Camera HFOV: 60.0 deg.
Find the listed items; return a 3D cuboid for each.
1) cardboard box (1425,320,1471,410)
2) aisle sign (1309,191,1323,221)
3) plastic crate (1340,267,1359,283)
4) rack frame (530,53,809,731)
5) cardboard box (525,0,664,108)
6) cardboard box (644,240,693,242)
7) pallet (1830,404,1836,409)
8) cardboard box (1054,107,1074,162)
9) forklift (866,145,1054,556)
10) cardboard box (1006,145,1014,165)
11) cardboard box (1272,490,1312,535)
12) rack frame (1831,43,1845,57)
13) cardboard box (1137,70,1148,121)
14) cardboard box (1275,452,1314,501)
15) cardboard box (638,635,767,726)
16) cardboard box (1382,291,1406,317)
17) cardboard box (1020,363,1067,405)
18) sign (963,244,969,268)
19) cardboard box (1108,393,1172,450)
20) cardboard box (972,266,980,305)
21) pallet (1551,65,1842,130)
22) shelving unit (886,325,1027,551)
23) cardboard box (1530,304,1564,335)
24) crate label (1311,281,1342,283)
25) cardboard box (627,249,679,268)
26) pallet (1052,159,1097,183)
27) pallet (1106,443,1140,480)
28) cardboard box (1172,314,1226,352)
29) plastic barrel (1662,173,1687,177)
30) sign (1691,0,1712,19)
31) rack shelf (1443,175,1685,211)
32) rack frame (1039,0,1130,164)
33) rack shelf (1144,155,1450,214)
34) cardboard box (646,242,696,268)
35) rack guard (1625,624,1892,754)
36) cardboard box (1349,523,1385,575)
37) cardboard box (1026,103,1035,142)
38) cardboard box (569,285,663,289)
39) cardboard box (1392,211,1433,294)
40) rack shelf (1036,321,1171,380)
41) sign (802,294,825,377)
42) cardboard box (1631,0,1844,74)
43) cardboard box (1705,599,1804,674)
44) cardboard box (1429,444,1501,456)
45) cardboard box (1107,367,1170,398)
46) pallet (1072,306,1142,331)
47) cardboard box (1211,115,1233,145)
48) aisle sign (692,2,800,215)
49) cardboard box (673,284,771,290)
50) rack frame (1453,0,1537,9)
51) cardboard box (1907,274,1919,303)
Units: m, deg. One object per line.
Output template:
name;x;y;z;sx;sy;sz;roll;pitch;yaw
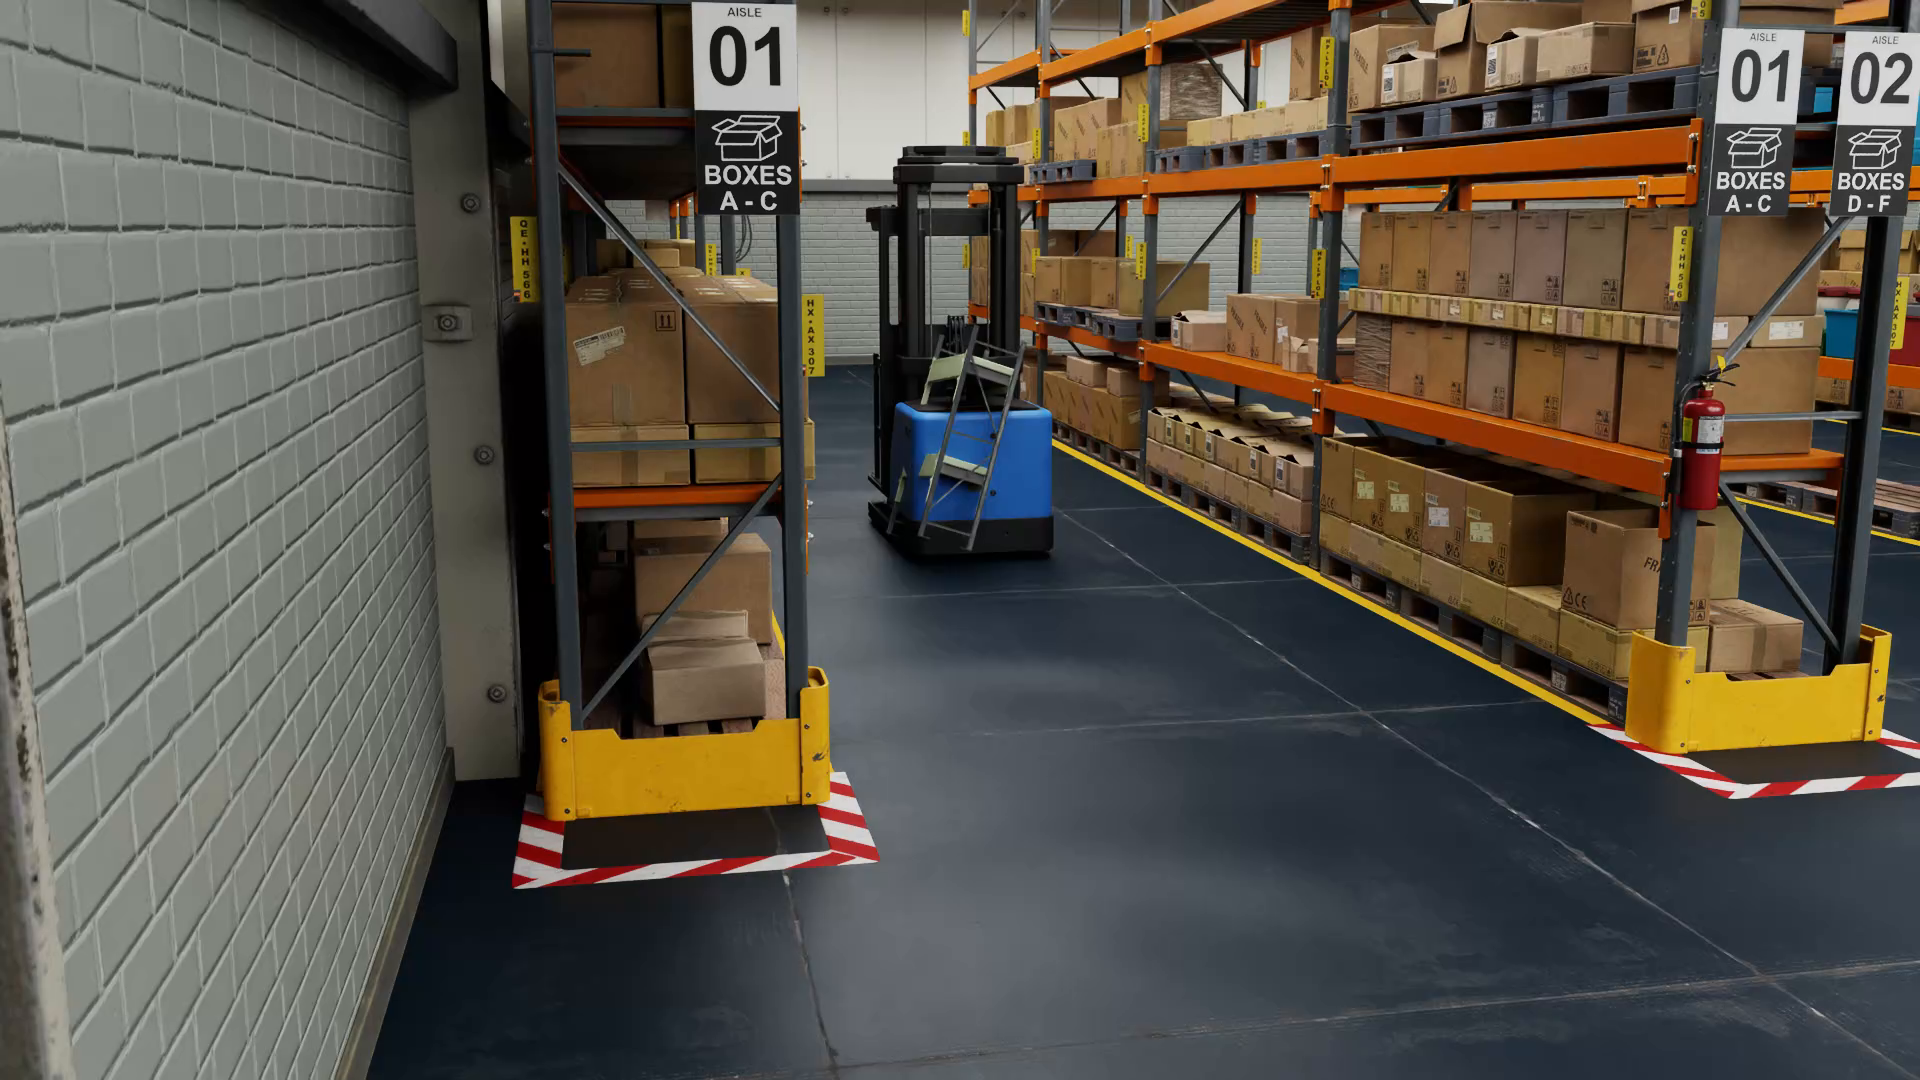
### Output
cardboard box;3.249;-1.067;10.013;0.700;0.500;0.500;-2;11;-10
aisle sign;5.174;-4.948;23.716;0.394;0.787;0.004;-2;11;-11
plastic crate;5.728;-3.660;23.651;0.616;0.435;0.499;-2;11;-11
rack frame;-1.127;-0.373;6.636;1.000;3.000;0.127;-2;11;-11
cardboard box;-1.456;-1.973;6.698;0.500;0.500;0.500;-1;11;-7
cardboard box;-2.830;-2.790;16.212;0.500;0.250;0.500;-2;11;-12
pallet;11.044;-1.887;22.047;1.003;0.211;1.213;-2;11;-11
cardboard box;1.423;-4.438;18.311;0.600;0.600;0.600;-3;11;-16
forklift;-0.127;-1.555;13.028;1.130;2.935;3.031;-2;11;-11
cardboard box;0.848;-4.663;20.217;0.500;0.250;0.500;-2;11;-11
cardboard box;2.589;-0.209;12.002;0.500;0.250;0.500;-2;11;-12
rack frame;11.116;-6.062;20.477;1.000;3.000;0.127;-2;11;-11
cardboard box;1.998;-4.209;15.825;0.500;0.500;0.500;-2;11;-11
cardboard box;2.594;-0.483;11.941;0.500;0.311;0.500;-2;11;-11
cardboard box;-1.173;0.601;7.530;0.500;0.311;0.500;-3;11;-17
cardboard box;2.917;-1.506;10.584;0.380;0.149;0.250;-2;11;-13
cardboard box;1.009;-1.837;19.837;0.500;0.500;0.500;-2;11;-11
sign;0.087;-3.894;22.819;0.100;0.325;0.005;-2;11;-11
cardboard box;1.763;-1.173;16.344;0.500;0.500;0.500;-2;11;-9
cardboard box;0.447;-3.447;22.516;0.500;0.500;0.500;-2;11;-10
pallet;3.619;-2.115;8.000;1.003;0.211;1.213;-2;11;-11
shelving unit;-0.036;-0.709;11.766;0.431;1.500;0.755;16;-4;-19
cardboard box;3.270;-1.174;8.842;0.380;0.149;0.250;-2;11;-9
crate label;5.204;-3.558;23.656;0.416;0.233;0.303;-2;11;-11
cardboard box;-2.509;-2.304;13.600;0.380;0.149;0.250;-4;12;-21
pallet;1.660;-3.824;17.246;1.213;0.211;1.003;-2;11;-11
pallet;2.068;-0.790;16.282;1.003;0.211;1.213;-2;11;-11
cardboard box;2.160;-1.807;14.404;0.500;0.311;0.500;-2;11;-12
plastic barrel;6.795;-3.661;15.589;0.421;0.512;0.421;0;11;0
sign;3.197;-2.407;7.140;0.100;0.325;0.005;-2;11;-11
rack shelf;6.646;-3.688;17.952;1.077;0.370;4.000;-2;11;-11
rack frame;1.398;-5.702;18.588;1.000;3.000;0.127;-2;11;-11
rack shelf;2.565;-2.775;13.154;1.077;0.370;4.000;-2;11;-11
cardboard box;-2.524;-2.512;14.750;0.500;0.250;0.500;-2;11;-10
rack guard;3.736;0.678;7.797;1.175;0.500;0.348;-2;11;-11
cardboard box;2.839;0.045;10.671;0.500;0.250;0.500;-2;11;-11
cardboard box;1.204;-5.045;20.217;0.700;0.500;0.500;-2;11;-11
cardboard box;-1.718;-1.036;8.461;0.500;0.500;0.500;-2;11;-10
cardboard box;3.146;-1.800;10.397;0.700;0.500;0.500;-2;11;-11
rack shelf;1.787;-2.035;17.289;1.077;0.370;4.000;-2;11;-11
sign;-0.595;-0.818;6.659;0.100;0.325;0.005;-2;11;-11
cardboard box;3.624;-2.459;7.798;0.797;0.503;0.637;-1;11;-7
cardboard box;3.845;0.484;8.363;0.500;0.250;0.500;-2;11;-11
cardboard box;3.344;-0.343;10.699;0.500;0.500;0.500;-2;11;-11
cardboard box;1.748;-1.551;16.327;0.500;0.250;0.500;-2;11;-9
pallet;1.793;-2.284;17.186;1.003;0.211;1.213;-2;11;-11
cardboard box;2.439;-3.451;14.061;0.500;0.250;0.500;-2;11;-9
aisle sign;-0.819;-1.648;6.381;0.394;0.787;0.004;-2;11;-11
cardboard box;-1.218;-1.057;8.568;0.500;0.500;0.500;-2;11;-9
rack frame;6.257;-5.882;19.531;1.000;3.000;0.127;-2;11;-11
cardboard box;11.261;-2.792;19.074;0.500;0.500;0.500;-2;11;-10
